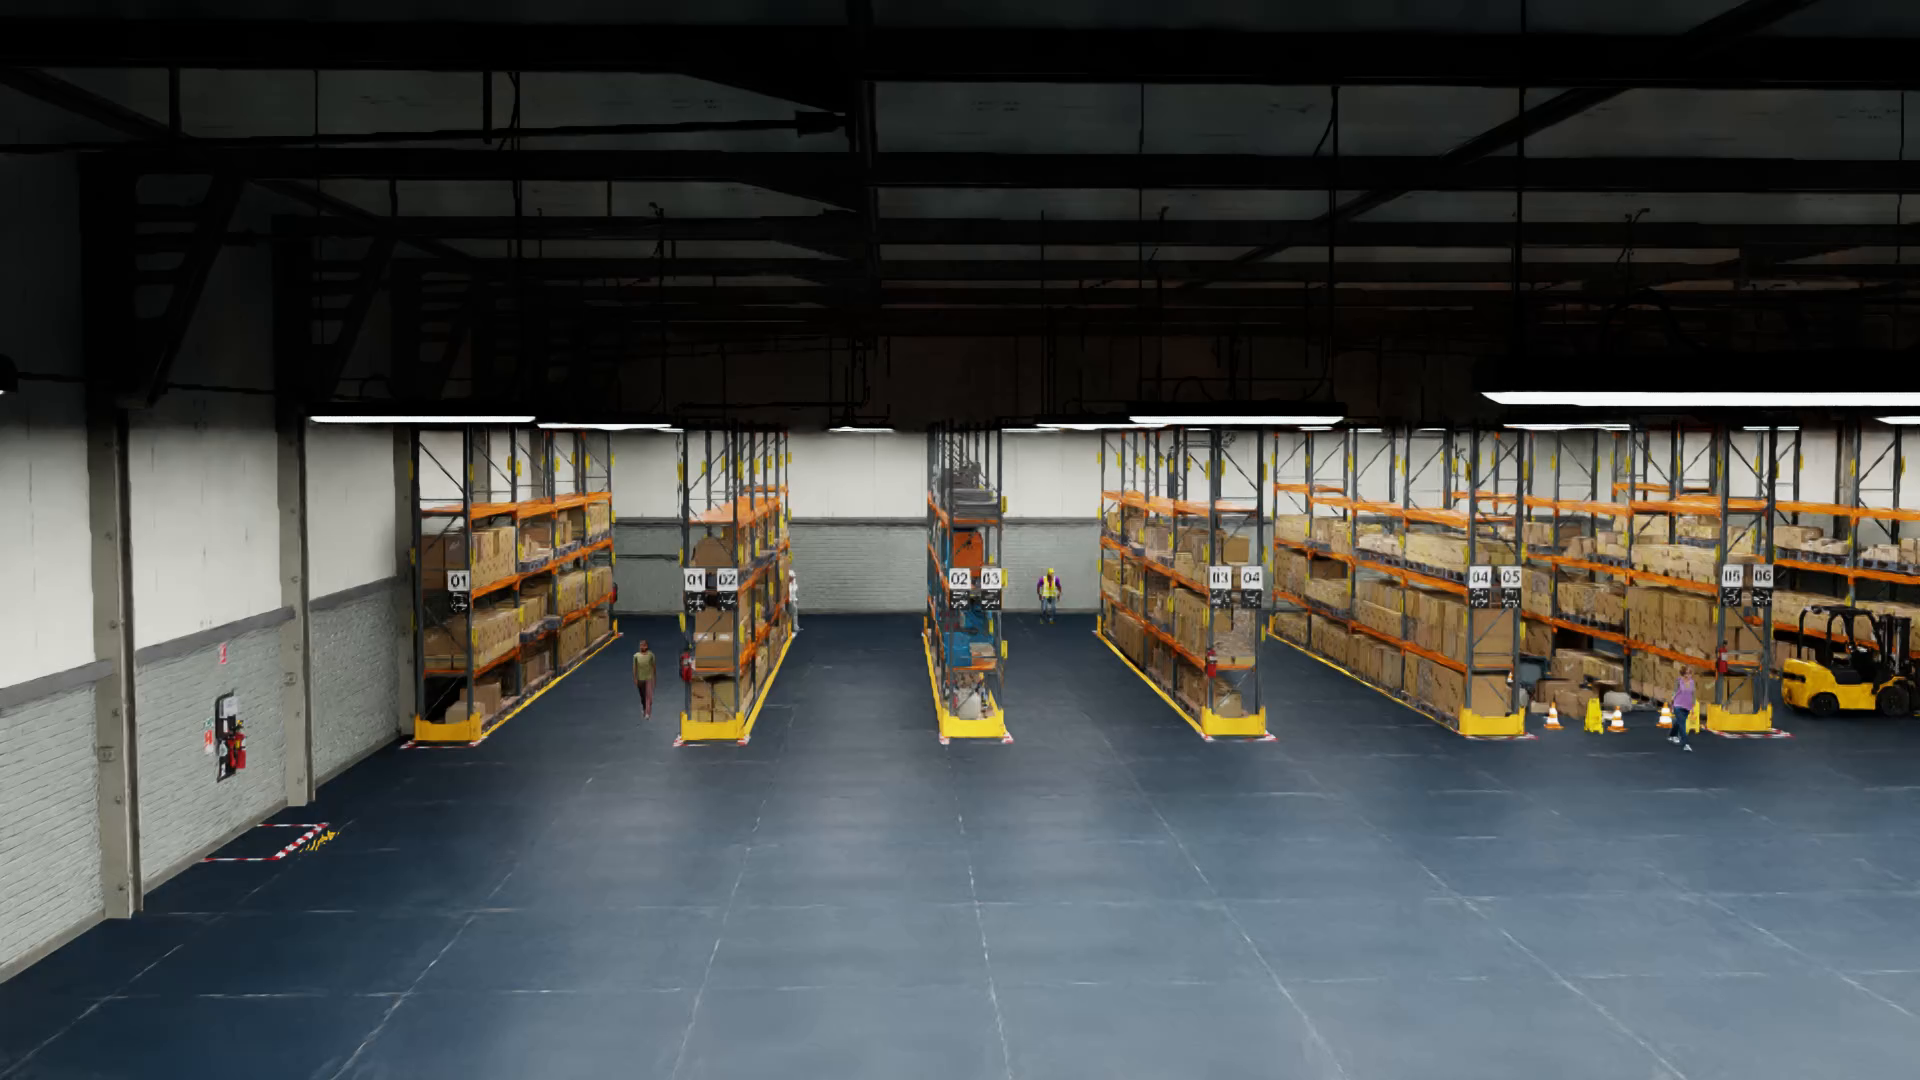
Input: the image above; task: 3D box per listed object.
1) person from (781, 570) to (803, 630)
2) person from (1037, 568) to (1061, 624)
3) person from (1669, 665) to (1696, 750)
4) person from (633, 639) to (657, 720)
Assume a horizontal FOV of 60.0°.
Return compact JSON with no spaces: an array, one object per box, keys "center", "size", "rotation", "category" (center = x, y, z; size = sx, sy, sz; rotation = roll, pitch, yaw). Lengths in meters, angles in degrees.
[{"center":[-4.948,1.743,48.354],"size":[0.550,1.779,0.649],"rotation":[3,5,42],"category":"person"},{"center":[2.674,1.680,49.928],"size":[0.719,1.714,0.578],"rotation":[0,4,-4],"category":"person"},{"center":[13.147,3.015,30.199],"size":[0.415,1.517,1.041],"rotation":[0,4,-5],"category":"person"},{"center":[-6.354,2.772,33.420],"size":[0.448,1.588,1.110],"rotation":[0,4,0],"category":"person"}]
